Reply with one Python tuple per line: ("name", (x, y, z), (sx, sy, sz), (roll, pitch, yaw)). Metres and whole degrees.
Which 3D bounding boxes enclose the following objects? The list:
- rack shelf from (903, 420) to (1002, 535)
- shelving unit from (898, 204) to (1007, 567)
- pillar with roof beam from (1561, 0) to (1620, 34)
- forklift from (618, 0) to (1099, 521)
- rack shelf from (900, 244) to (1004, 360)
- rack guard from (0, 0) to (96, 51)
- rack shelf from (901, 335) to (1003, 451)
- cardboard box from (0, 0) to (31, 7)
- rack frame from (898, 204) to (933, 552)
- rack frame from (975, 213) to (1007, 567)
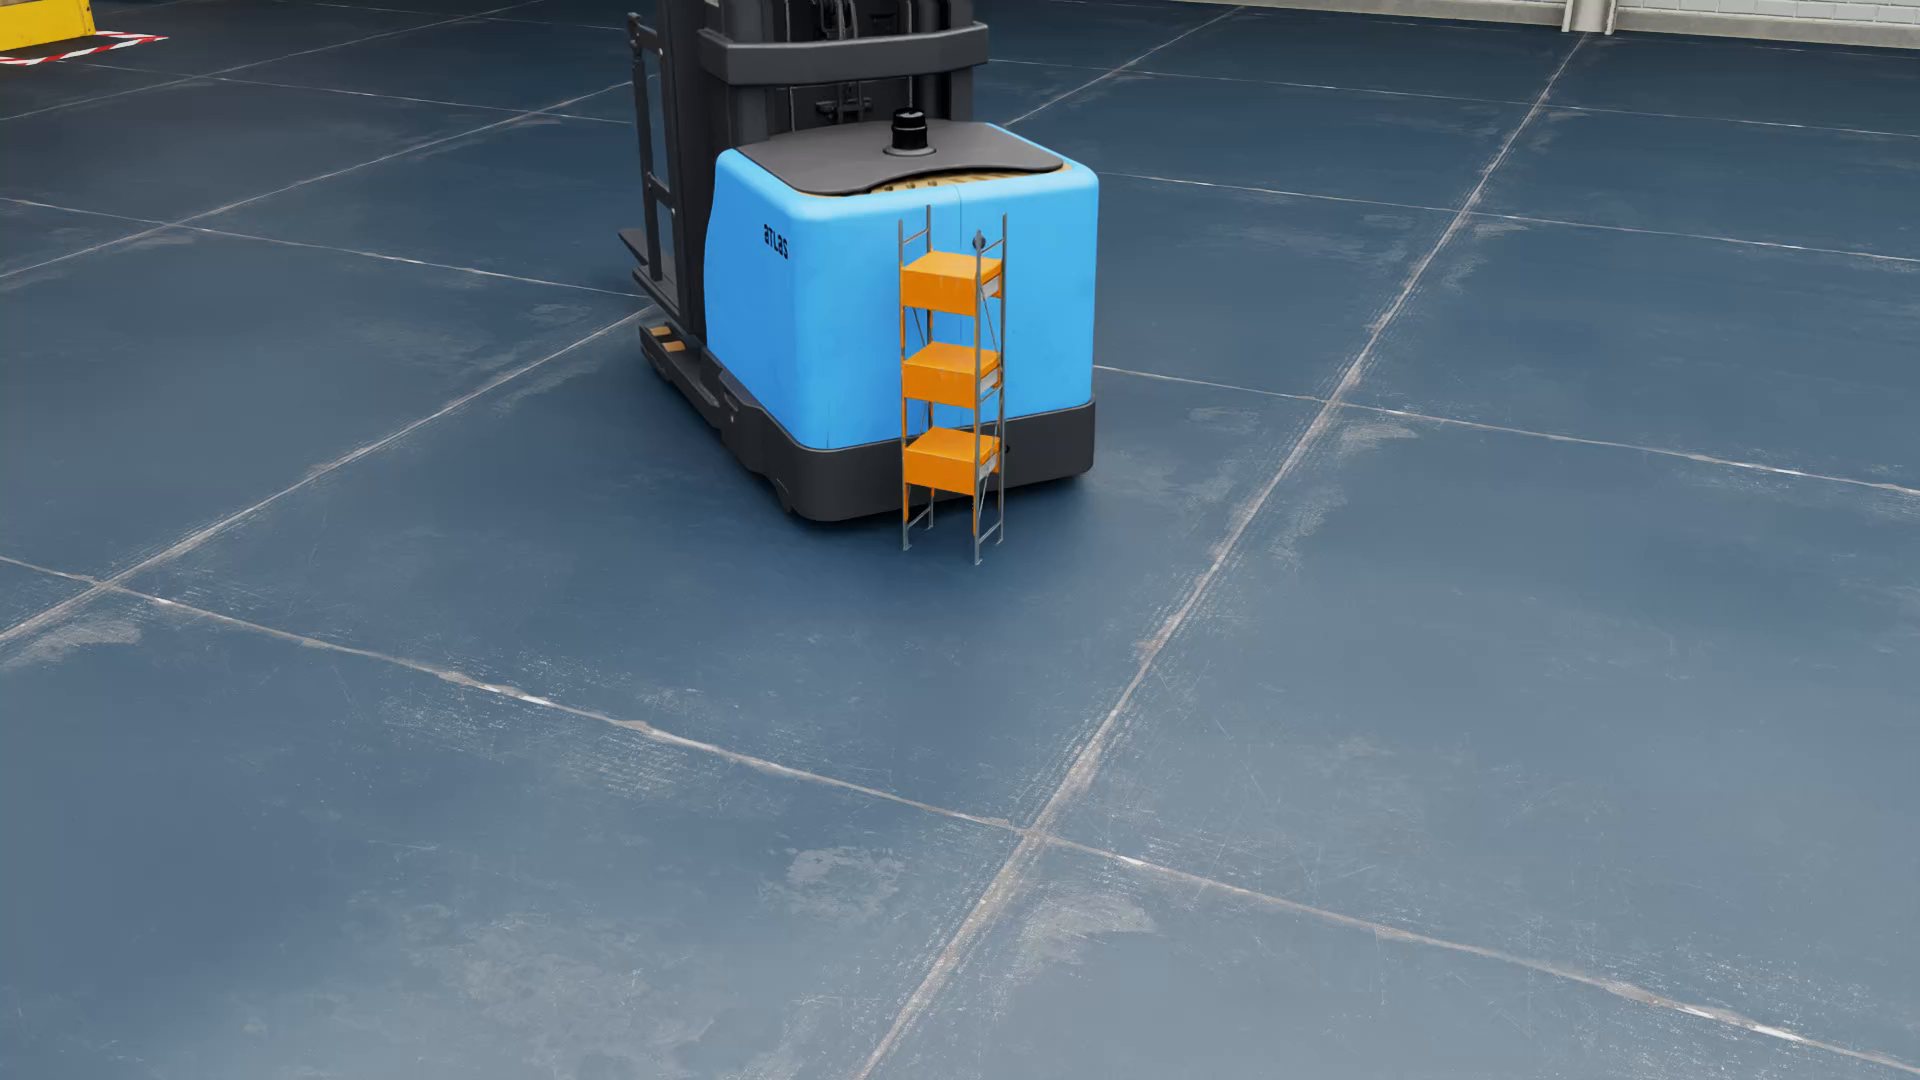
("rack shelf", (-0.020, -0.193, 5.107), (0.240, 0.259, 0.215), (12, 28, 22))
("shelving unit", (-0.020, -0.452, 4.980), (0.252, 1.050, 0.215), (12, 28, 22))
("pillar with roof beam", (3.478, -6.576, 8.419), (0.400, 9.000, 9.100), (11, 28, 22))
("forklift", (-0.627, -1.996, 5.986), (1.130, 2.935, 3.031), (-12, 28, -22))
("rack shelf", (-0.020, -0.697, 4.859), (0.240, 0.259, 0.215), (12, 28, 22))
("rack guard", (-7.523, -4.216, 13.247), (0.348, 0.500, 1.175), (11, 28, 22))
("rack shelf", (-0.020, -0.443, 4.985), (0.240, 0.259, 0.215), (12, 28, 22))
("cardboard box", (-8.074, -4.537, 13.706), (0.500, 0.250, 0.500), (11, 28, 21))
("rack frame", (-0.131, -0.475, 5.026), (0.008, 1.050, 0.200), (12, 28, 22))
("rack frame", (0.091, -0.429, 4.934), (0.008, 1.050, 0.200), (12, 28, 22))
